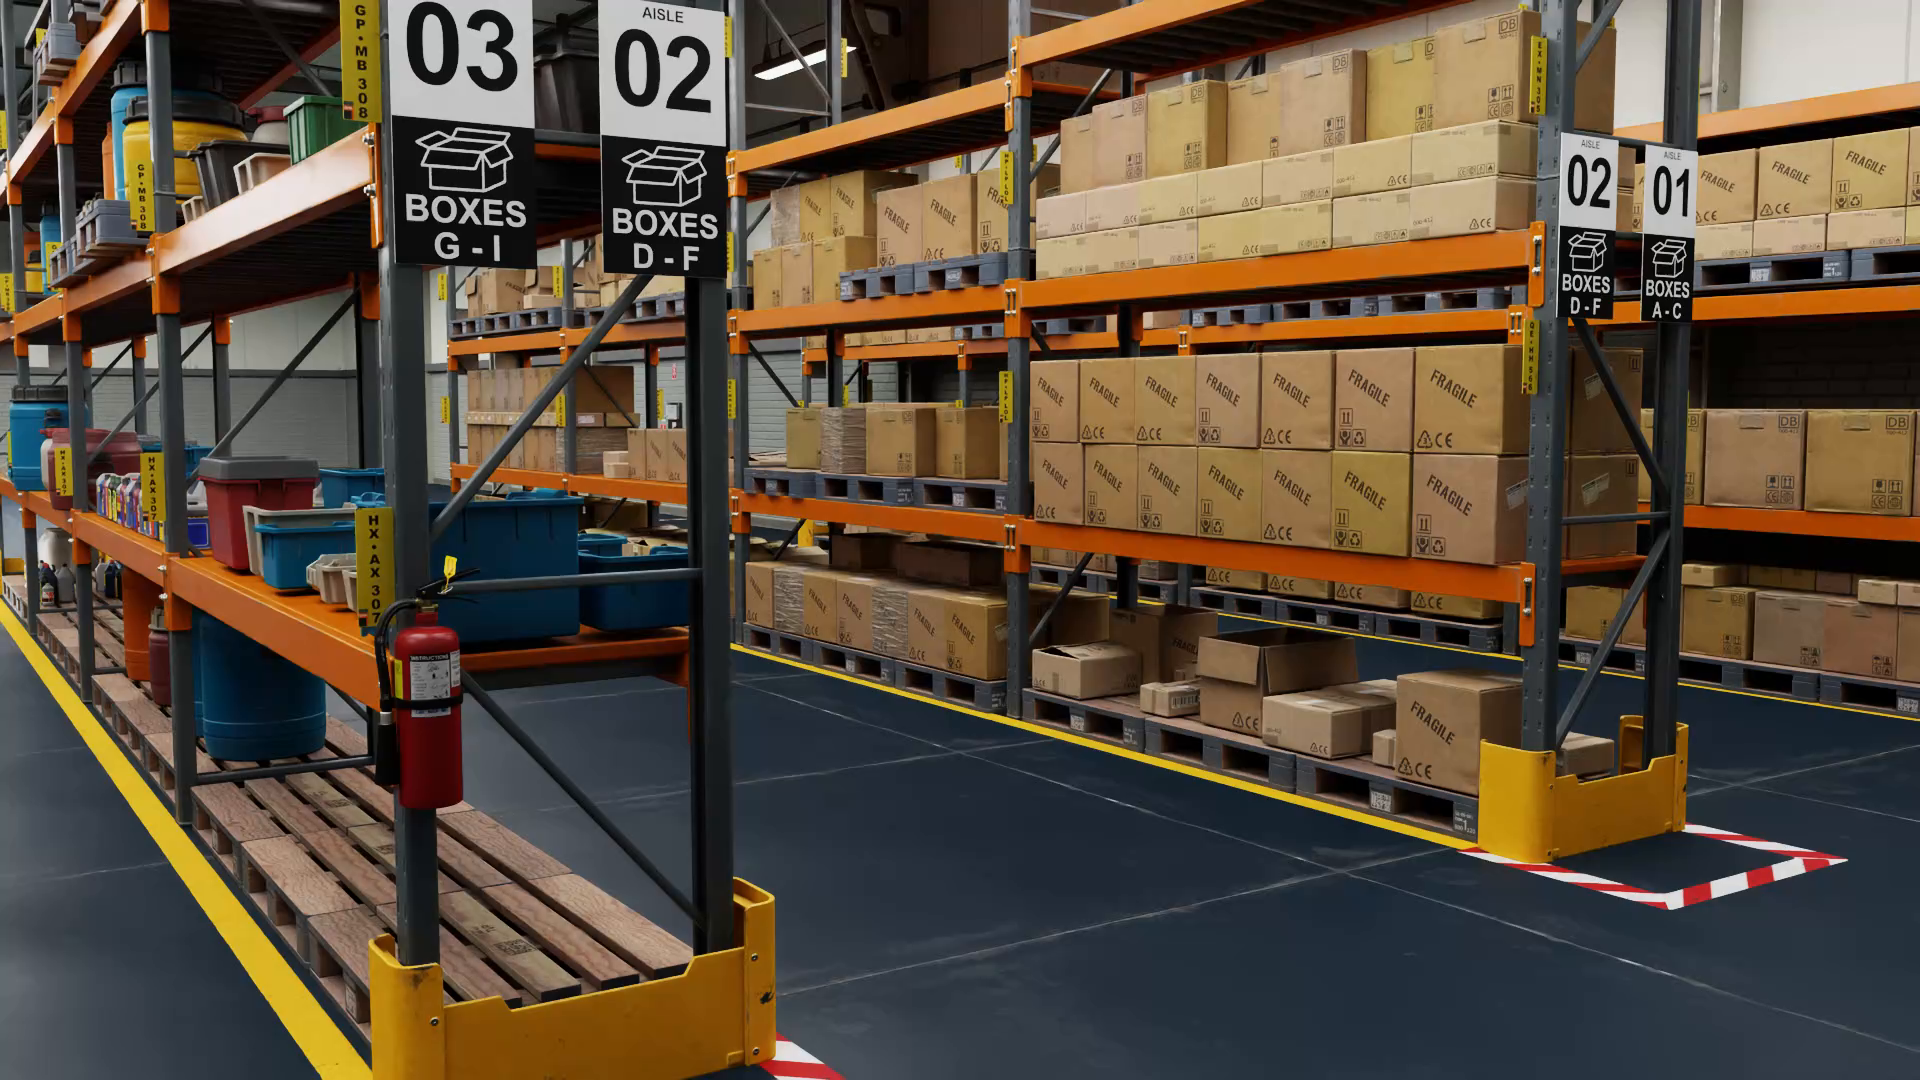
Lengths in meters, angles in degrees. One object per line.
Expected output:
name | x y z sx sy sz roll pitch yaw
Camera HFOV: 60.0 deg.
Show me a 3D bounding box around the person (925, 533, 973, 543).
person | -0.072 -0.098 15.802 0.586 1.772 0.466 3 5 29
